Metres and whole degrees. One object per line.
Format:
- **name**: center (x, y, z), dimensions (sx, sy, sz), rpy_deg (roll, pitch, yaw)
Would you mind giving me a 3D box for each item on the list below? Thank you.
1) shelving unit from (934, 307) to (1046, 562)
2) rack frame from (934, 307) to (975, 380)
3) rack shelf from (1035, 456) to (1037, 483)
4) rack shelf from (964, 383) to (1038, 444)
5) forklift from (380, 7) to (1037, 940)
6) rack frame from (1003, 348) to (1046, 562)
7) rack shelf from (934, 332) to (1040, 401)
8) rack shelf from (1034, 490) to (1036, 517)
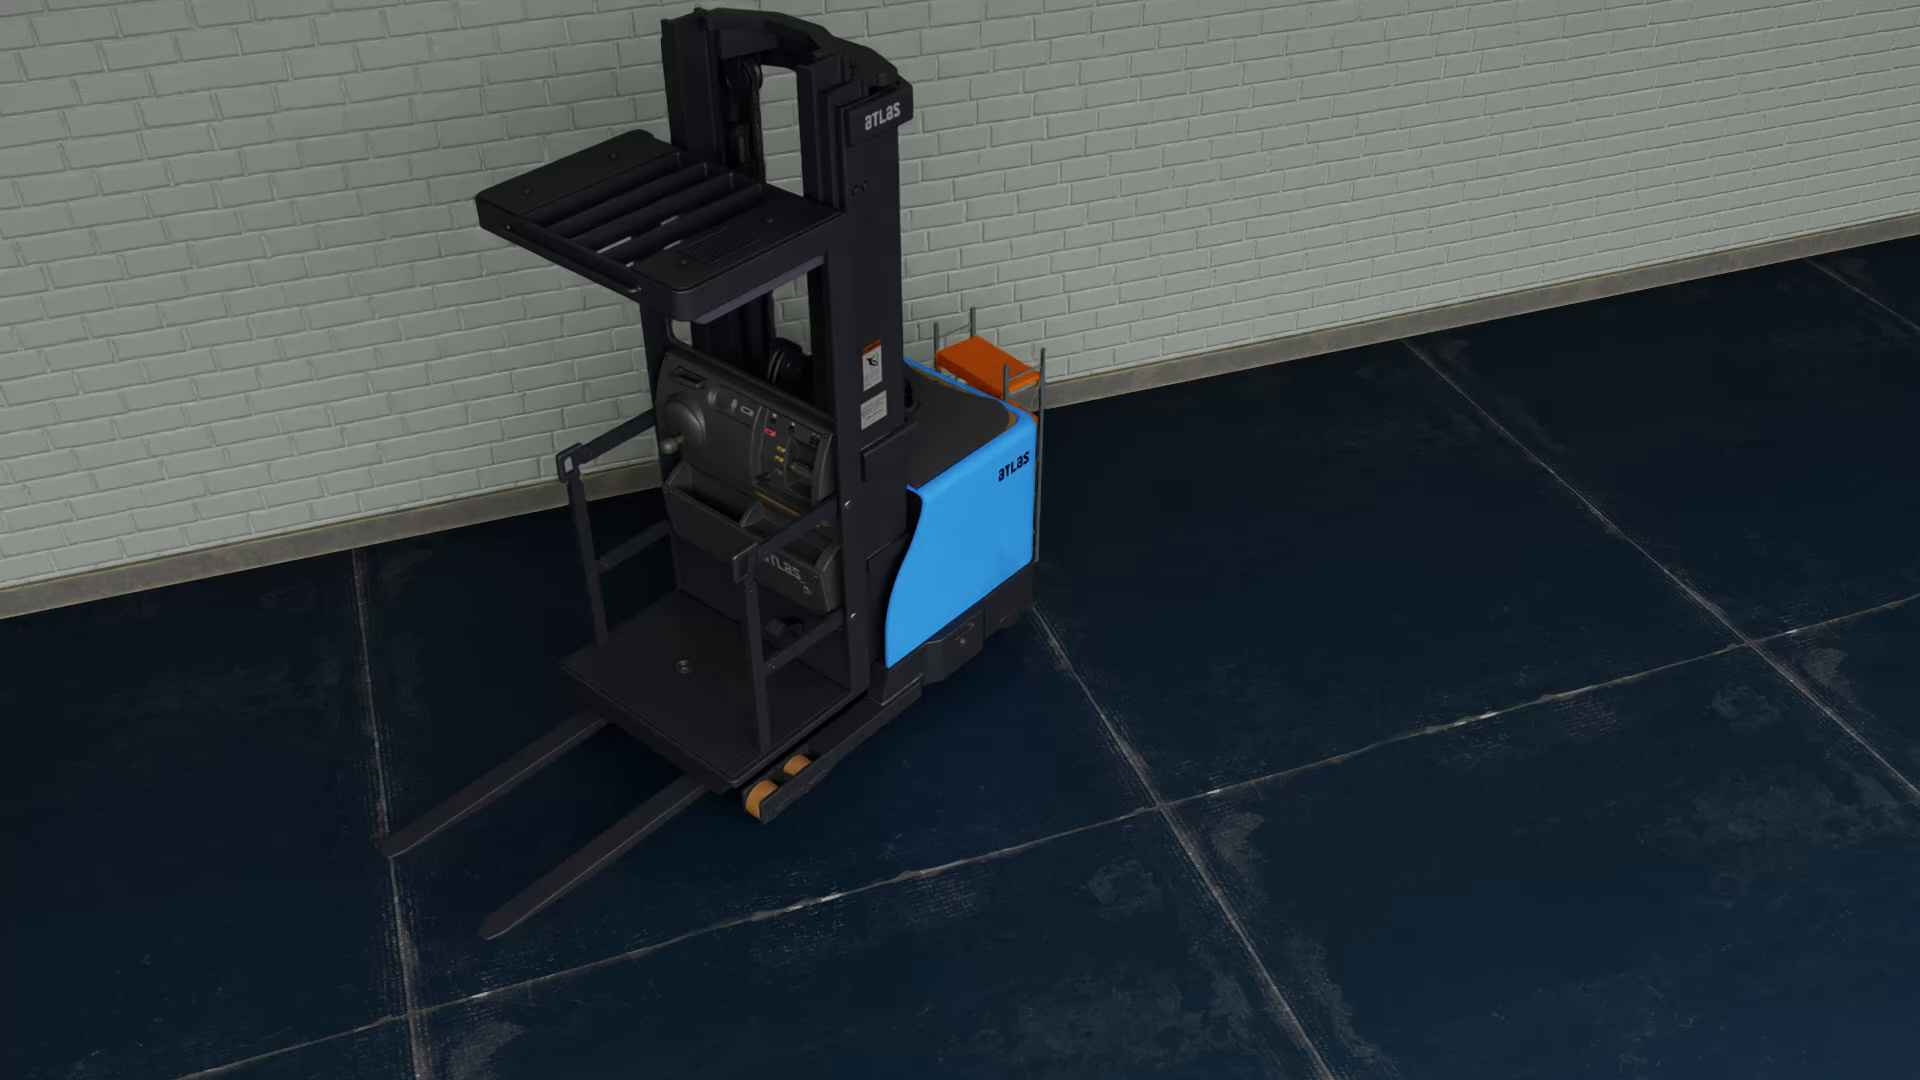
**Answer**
- **shelving unit**: center (0.132, -0.448, 7.908), dimensions (0.258, 1.200, 0.503), rpy_deg (-27, 44, -31)
- **rack frame**: center (-0.024, -0.561, 8.058), dimensions (0.240, 1.200, 0.015), rpy_deg (-27, 44, -31)
- **rack shelf**: center (0.132, -0.395, 7.949), dimensions (0.258, 0.148, 0.480), rpy_deg (-27, 44, -31)
- **rack shelf**: center (0.132, -0.573, 7.814), dimensions (0.258, 0.148, 0.480), rpy_deg (-27, 44, -31)
- **forklift**: center (-0.987, -0.368, 6.363), dimensions (1.130, 2.935, 3.031), rpy_deg (27, 45, 31)
- **rack frame**: center (0.289, -0.336, 7.759), dimensions (0.240, 1.200, 0.015), rpy_deg (-27, 44, -31)
- **rack shelf**: center (0.132, -0.762, 7.672), dimensions (0.258, 0.148, 0.480), rpy_deg (-27, 44, -31)
- **rack shelf**: center (0.132, -0.236, 8.068), dimensions (0.258, 0.148, 0.480), rpy_deg (-27, 44, -31)
